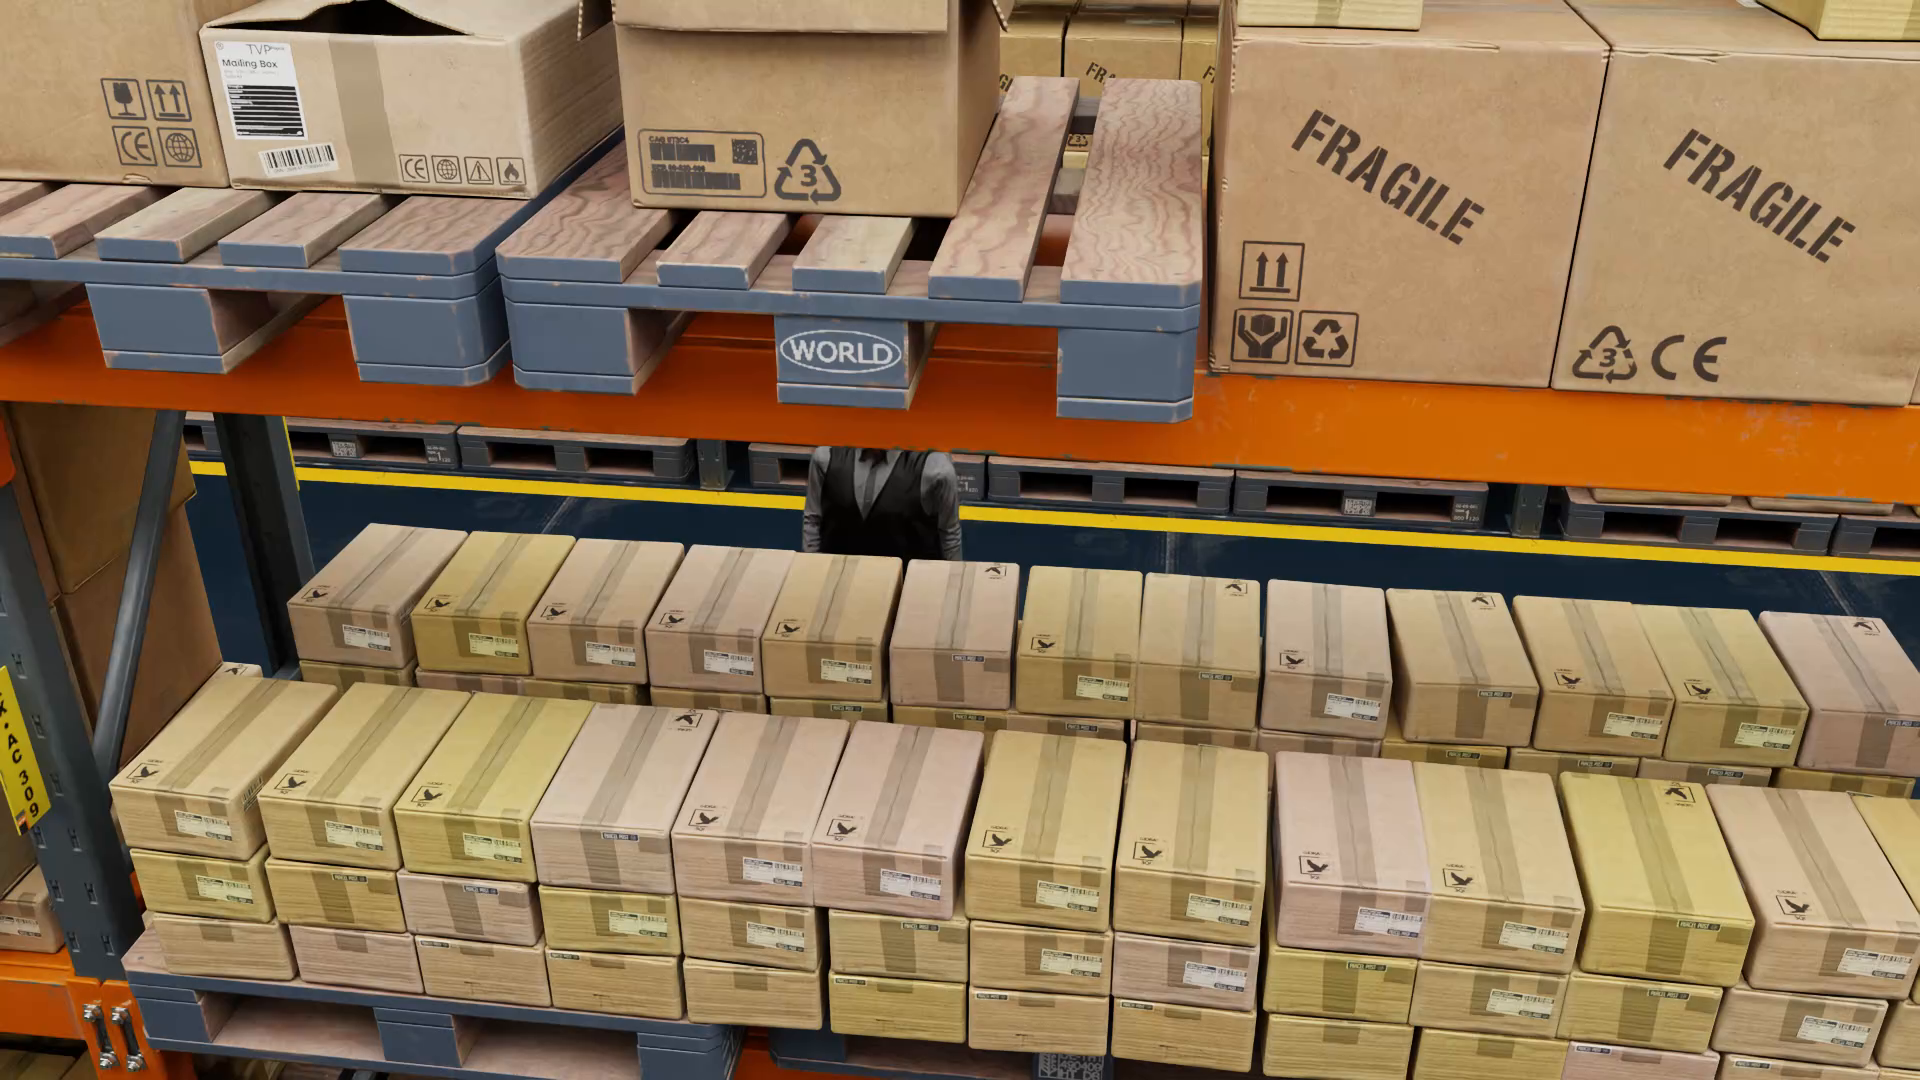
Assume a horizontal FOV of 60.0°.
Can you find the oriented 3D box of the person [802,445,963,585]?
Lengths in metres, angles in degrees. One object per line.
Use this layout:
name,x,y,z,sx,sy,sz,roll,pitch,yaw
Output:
person,-0.292,0.218,5.762,0.549,1.694,0.844,8,29,15
